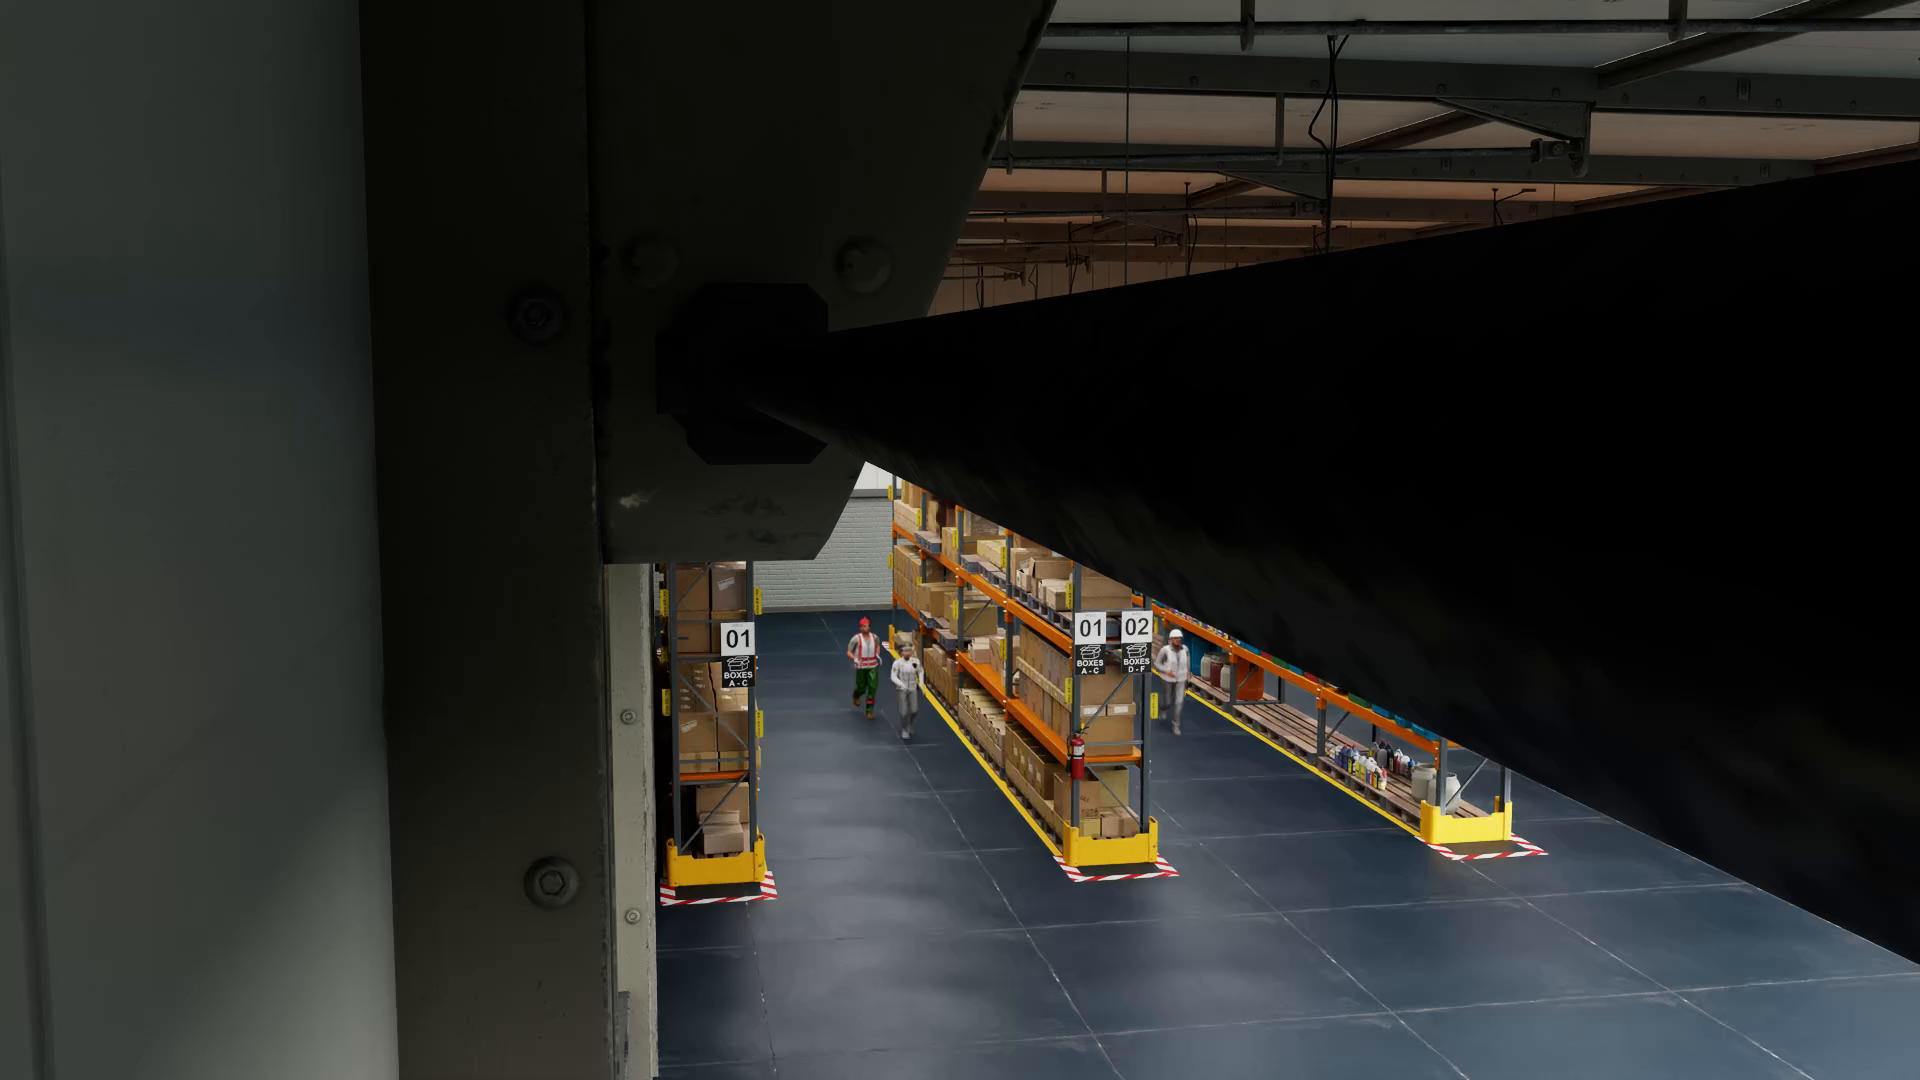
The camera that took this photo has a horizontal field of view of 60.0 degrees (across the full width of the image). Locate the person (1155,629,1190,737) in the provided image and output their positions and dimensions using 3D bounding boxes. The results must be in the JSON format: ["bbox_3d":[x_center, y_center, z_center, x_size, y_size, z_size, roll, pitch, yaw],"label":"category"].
[{"bbox_3d":[3.646,2.390,28.428,0.682,1.768,0.971,-1,6,-12],"label":"person"}]

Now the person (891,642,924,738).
[{"bbox_3d":[-0.861,2.512,27.748,0.592,1.646,0.633,-1,6,-10],"label":"person"}]

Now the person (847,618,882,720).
[{"bbox_3d":[-1.678,2.266,29.550,0.657,1.771,0.863,-2,7,-21],"label":"person"}]
